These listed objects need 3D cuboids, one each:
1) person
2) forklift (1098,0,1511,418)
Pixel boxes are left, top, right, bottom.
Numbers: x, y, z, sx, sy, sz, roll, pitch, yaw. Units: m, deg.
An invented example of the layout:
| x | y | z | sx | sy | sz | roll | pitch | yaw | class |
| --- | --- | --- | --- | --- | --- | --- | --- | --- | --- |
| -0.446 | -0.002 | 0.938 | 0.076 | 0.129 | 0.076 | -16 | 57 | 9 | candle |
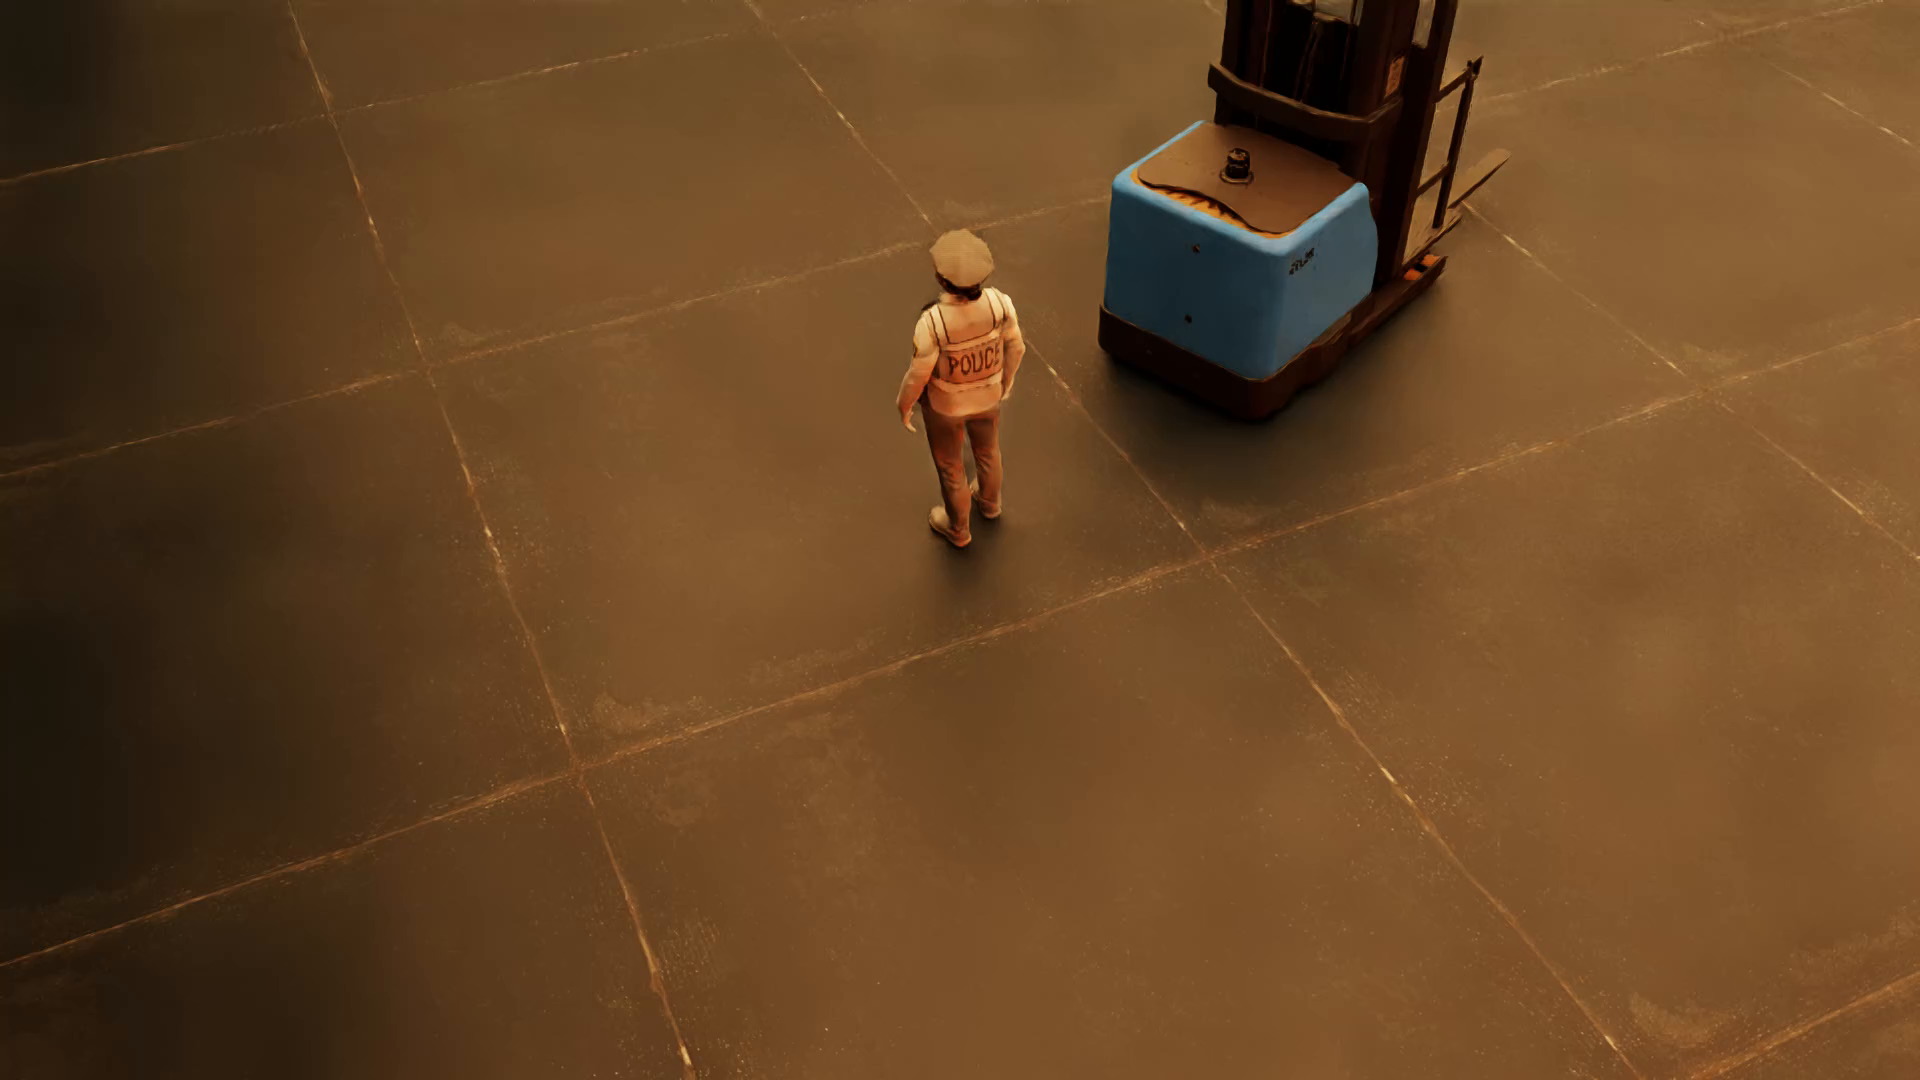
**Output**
| x | y | z | sx | sy | sz | roll | pitch | yaw | class |
| --- | --- | --- | --- | --- | --- | --- | --- | --- | --- |
| -0.022 | -0.669 | 7.292 | 0.586 | 1.695 | 0.533 | -18 | 46 | -18 | person |
| 2.078 | -2.616 | 8.484 | 1.130 | 2.935 | 3.031 | 30 | 51 | 29 | forklift |
